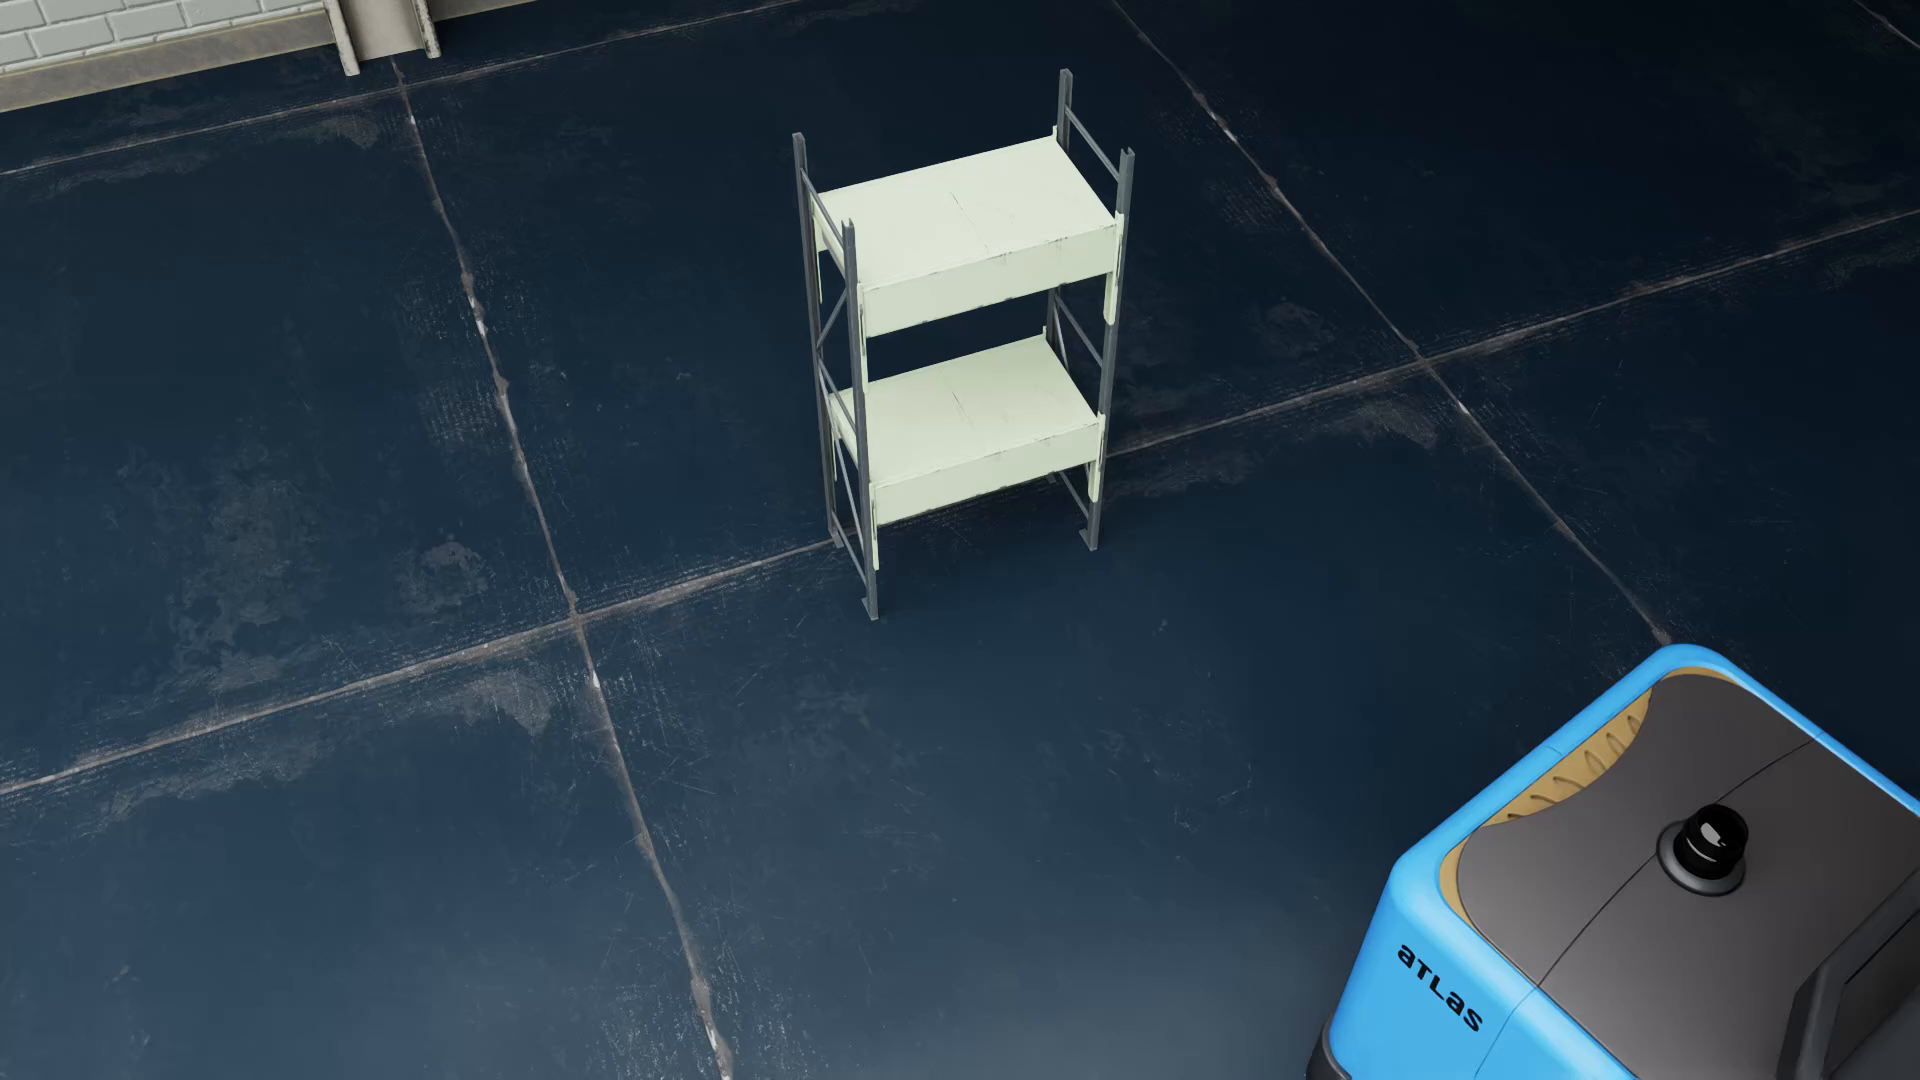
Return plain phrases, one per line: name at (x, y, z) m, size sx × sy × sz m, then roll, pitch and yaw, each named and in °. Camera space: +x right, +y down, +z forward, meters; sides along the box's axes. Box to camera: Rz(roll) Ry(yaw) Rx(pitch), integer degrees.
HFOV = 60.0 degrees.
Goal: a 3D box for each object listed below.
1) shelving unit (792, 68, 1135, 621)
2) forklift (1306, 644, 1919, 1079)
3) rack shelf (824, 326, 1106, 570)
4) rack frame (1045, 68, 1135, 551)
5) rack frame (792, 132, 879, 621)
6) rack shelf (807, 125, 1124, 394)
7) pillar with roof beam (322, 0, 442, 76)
shelving unit at (0.006, -0.491, 4.683) m, size 0.755 × 1.500 × 0.431 m, roll -17°, pitch 52°, yaw -14°
forklift at (2.141, 1.054, 2.413) m, size 1.130 × 2.935 × 3.031 m, roll -31°, pitch 56°, yaw -24°
rack shelf at (0.006, -0.278, 4.930) m, size 0.720 × 0.370 × 0.431 m, roll -17°, pitch 52°, yaw -14°
rack frame at (0.345, -0.596, 4.773) m, size 0.023 × 1.500 × 0.400 m, roll -17°, pitch 52°, yaw -14°
rack frame at (-0.333, -0.386, 4.593) m, size 0.023 × 1.500 × 0.400 m, roll -17°, pitch 52°, yaw -14°
rack shelf at (0.006, -0.745, 4.387) m, size 0.720 × 0.370 × 0.431 m, roll -17°, pitch 52°, yaw -14°
pillar with roof beam at (-0.793, -1.998, 1.034) m, size 0.400 × 9.000 × 9.100 m, roll -17°, pitch 52°, yaw -14°
